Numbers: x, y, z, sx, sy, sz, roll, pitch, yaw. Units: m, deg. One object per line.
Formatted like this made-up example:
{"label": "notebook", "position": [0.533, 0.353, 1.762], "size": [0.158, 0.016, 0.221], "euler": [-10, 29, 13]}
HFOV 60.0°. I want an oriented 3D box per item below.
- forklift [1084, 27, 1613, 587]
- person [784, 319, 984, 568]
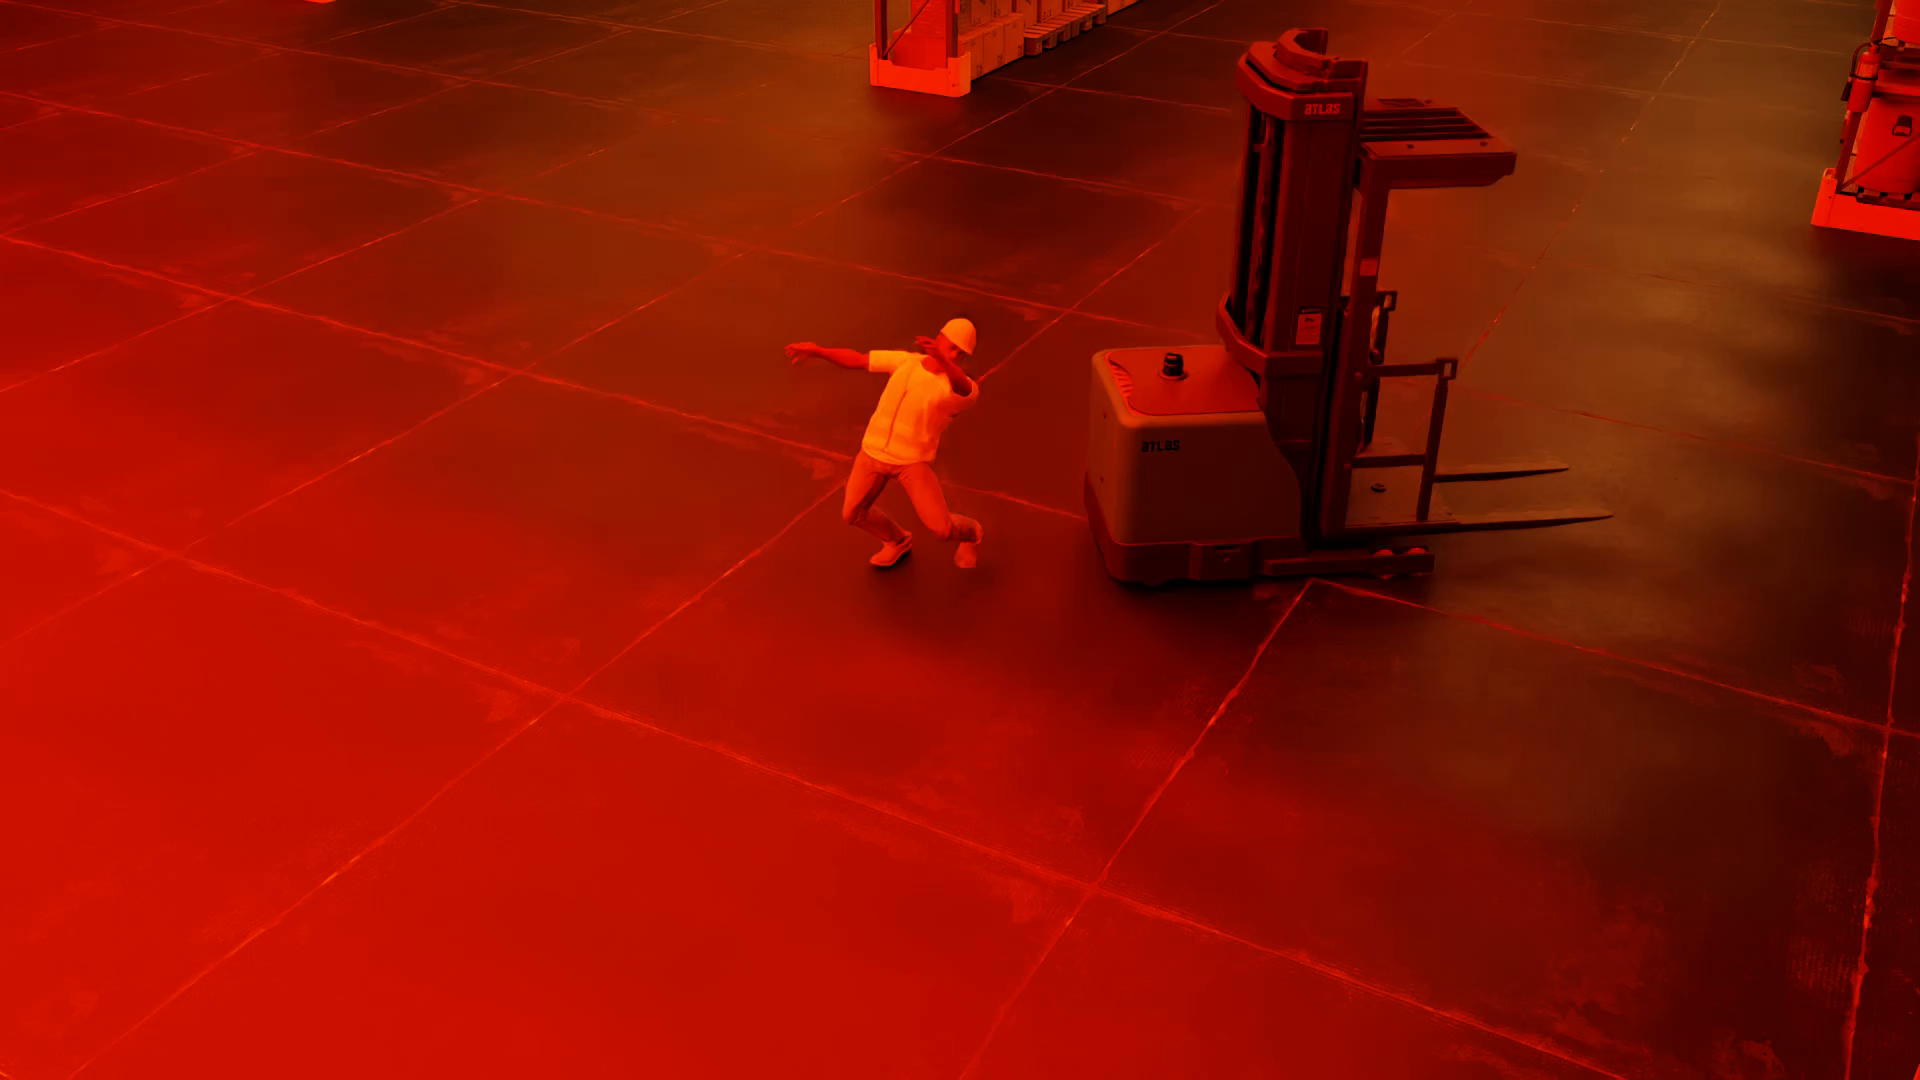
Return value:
{"label": "forklift", "position": [2.316, -1.306, 9.334], "size": [3.031, 2.935, 1.130], "euler": [-3, 30, -5]}
{"label": "person", "position": [-0.396, -0.592, 9.409], "size": [1.109, 1.596, 0.709], "euler": [14, 33, 23]}
